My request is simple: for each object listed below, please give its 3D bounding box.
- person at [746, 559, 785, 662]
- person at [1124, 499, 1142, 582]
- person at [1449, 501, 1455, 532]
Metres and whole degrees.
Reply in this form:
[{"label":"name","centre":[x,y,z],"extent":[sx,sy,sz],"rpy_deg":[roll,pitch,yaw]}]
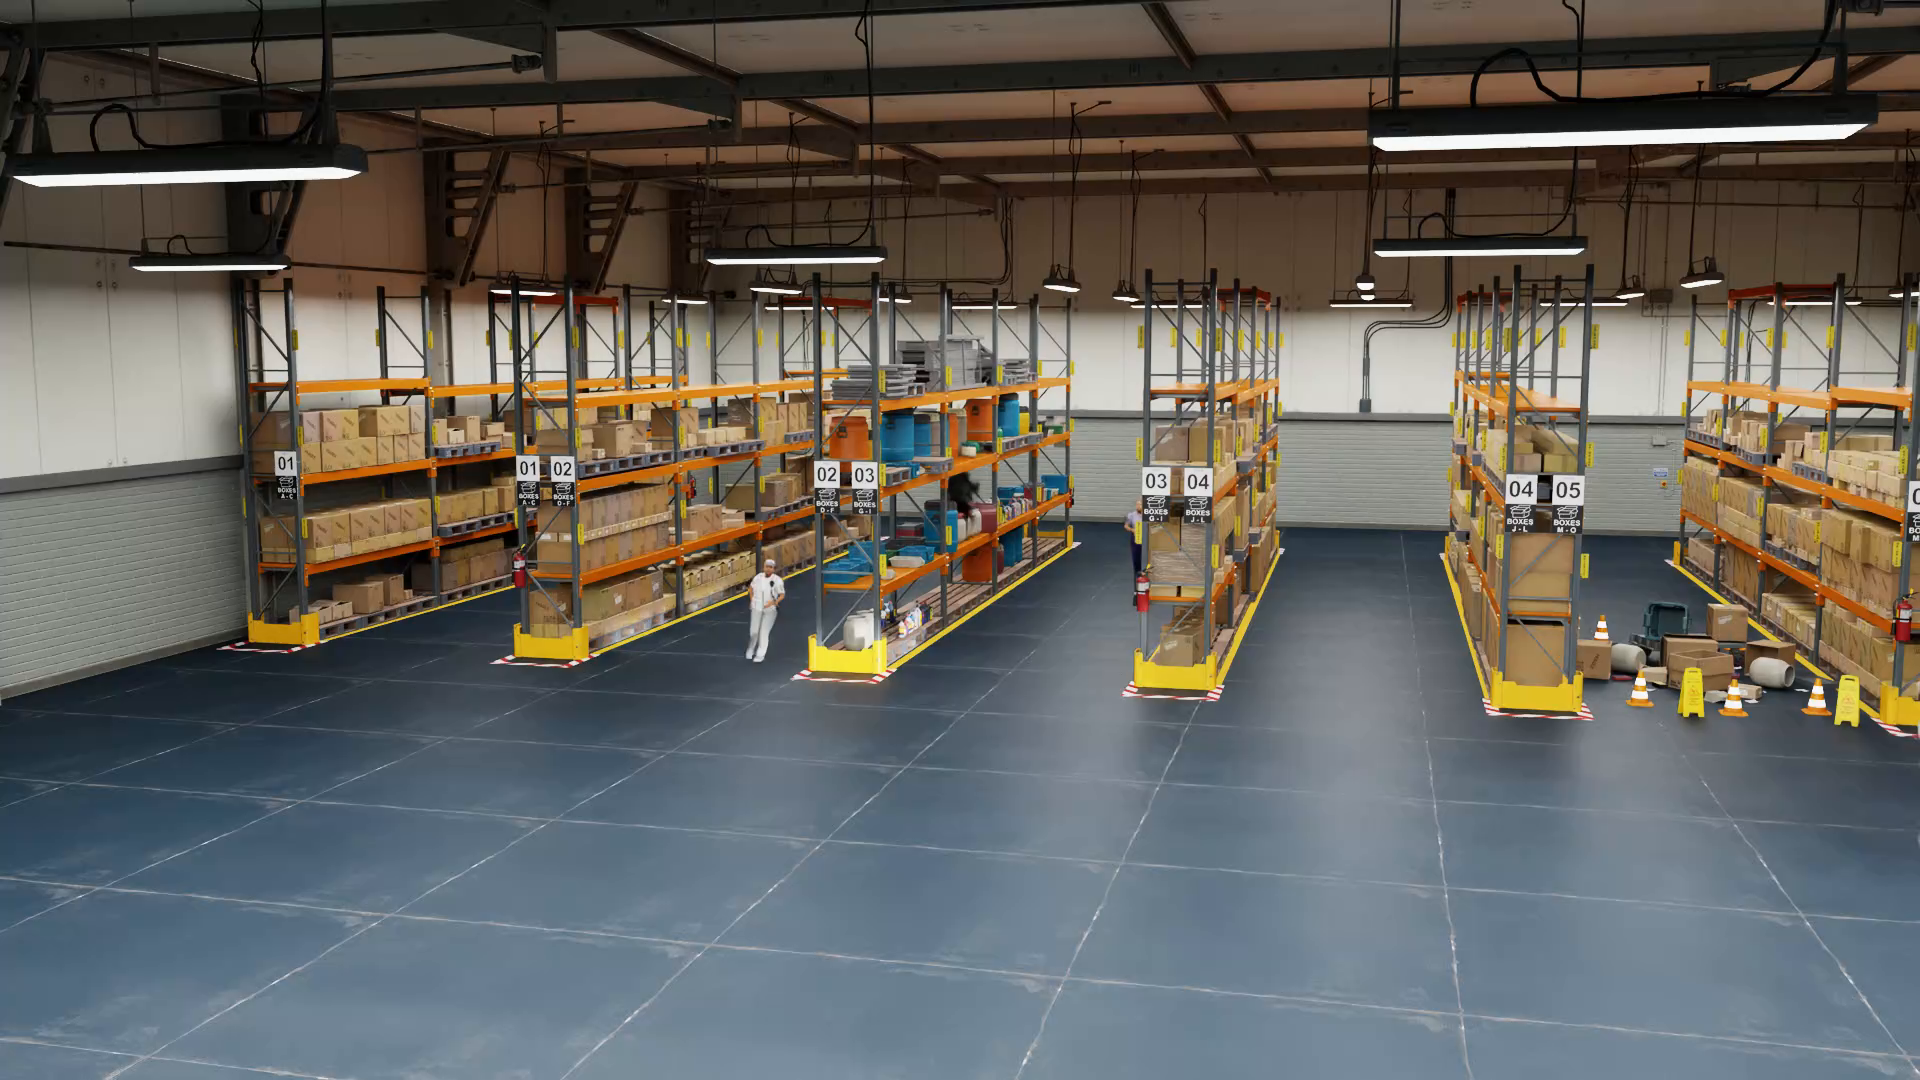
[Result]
[{"label":"person","centre":[-3.049,1.103,25.944],"extent":[0.643,1.619,0.529],"rpy_deg":[0,7,2]},{"label":"person","centre":[3.492,0.083,32.268],"extent":[0.604,1.764,0.686],"rpy_deg":[2,7,13]},{"label":"person","centre":[11.856,-0.558,39.093],"extent":[0.794,1.848,0.670],"rpy_deg":[0,7,-3]}]
